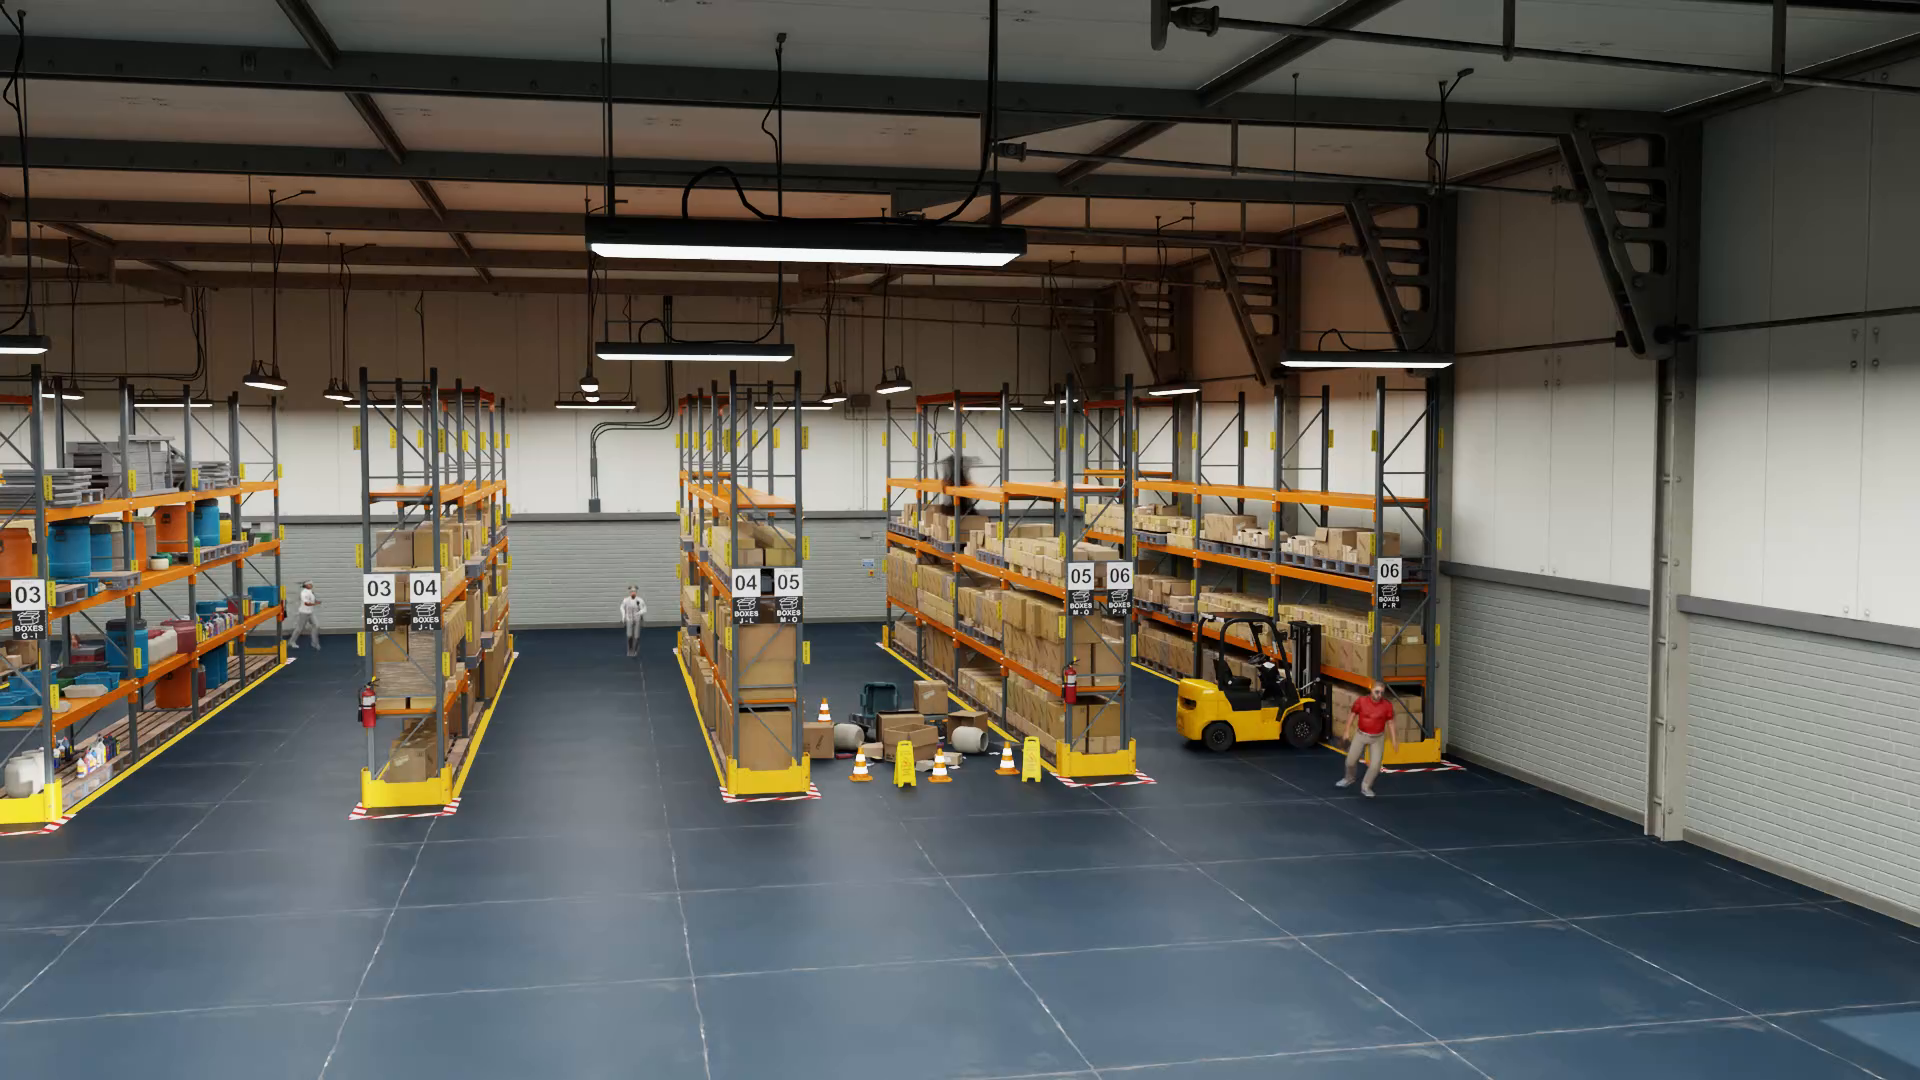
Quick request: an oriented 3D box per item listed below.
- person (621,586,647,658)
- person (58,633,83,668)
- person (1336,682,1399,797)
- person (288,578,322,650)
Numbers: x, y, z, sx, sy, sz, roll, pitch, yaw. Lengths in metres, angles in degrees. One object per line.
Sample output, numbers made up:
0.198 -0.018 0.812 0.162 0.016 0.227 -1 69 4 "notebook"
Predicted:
-7.533 1.876 38.373 0.603 1.668 0.653 0 3 -8 "person"
-16.084 2.447 30.226 0.539 1.534 0.544 -1 4 -23 "person"
5.729 2.778 23.399 0.832 1.650 0.644 1 3 10 "person"
-15.700 1.790 39.803 0.761 1.748 0.509 0 3 0 "person"
